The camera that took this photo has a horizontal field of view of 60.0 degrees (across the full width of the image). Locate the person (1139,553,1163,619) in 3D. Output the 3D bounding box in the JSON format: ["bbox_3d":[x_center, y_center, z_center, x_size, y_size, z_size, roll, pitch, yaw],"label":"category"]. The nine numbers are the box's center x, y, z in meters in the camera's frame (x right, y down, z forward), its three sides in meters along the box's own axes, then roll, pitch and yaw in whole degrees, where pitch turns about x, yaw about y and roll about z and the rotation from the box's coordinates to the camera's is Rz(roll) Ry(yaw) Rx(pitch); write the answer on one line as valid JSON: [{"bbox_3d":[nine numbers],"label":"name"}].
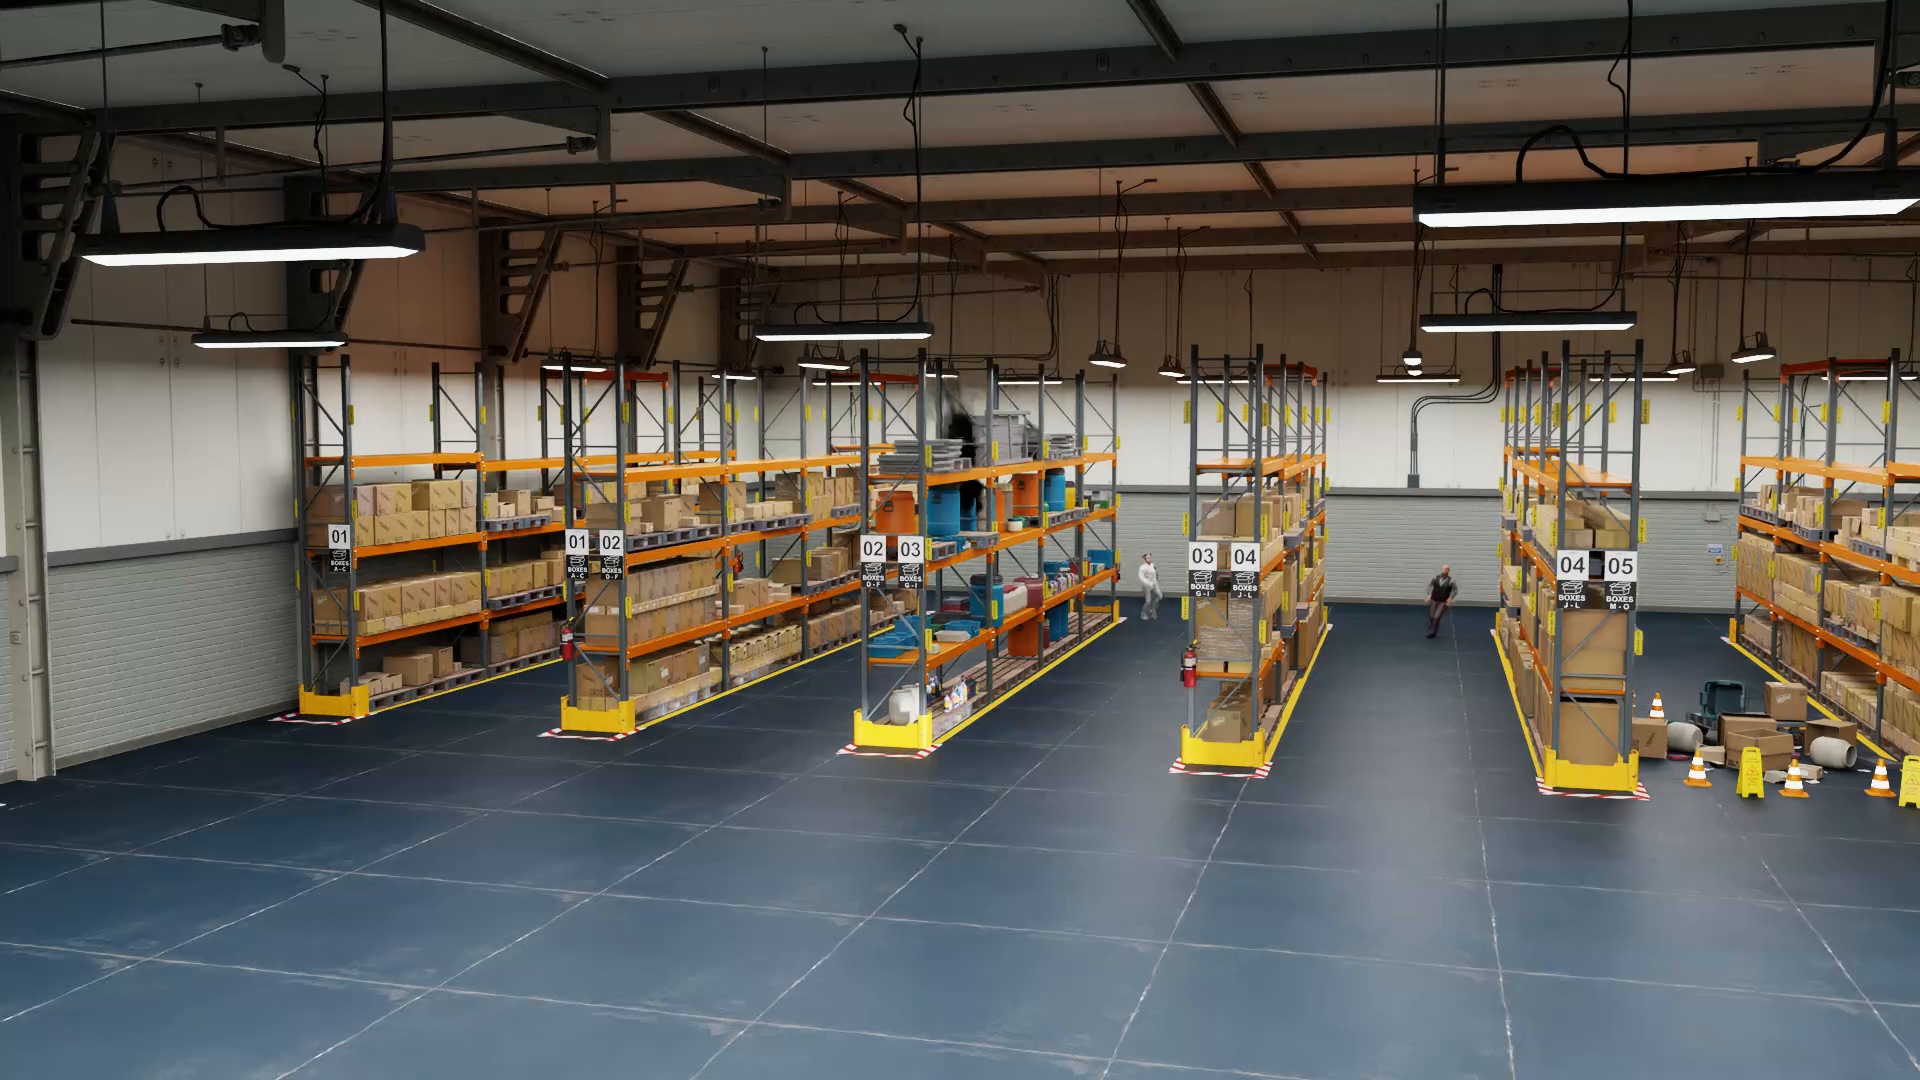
[{"bbox_3d":[4.652,1.123,40.619,0.631,1.650,0.594,-3,5,-36],"label":"person"}]

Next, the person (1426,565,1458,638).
[{"bbox_3d":[10.815,1.383,37.325,0.686,1.648,0.542,2,5,27],"label":"person"}]
